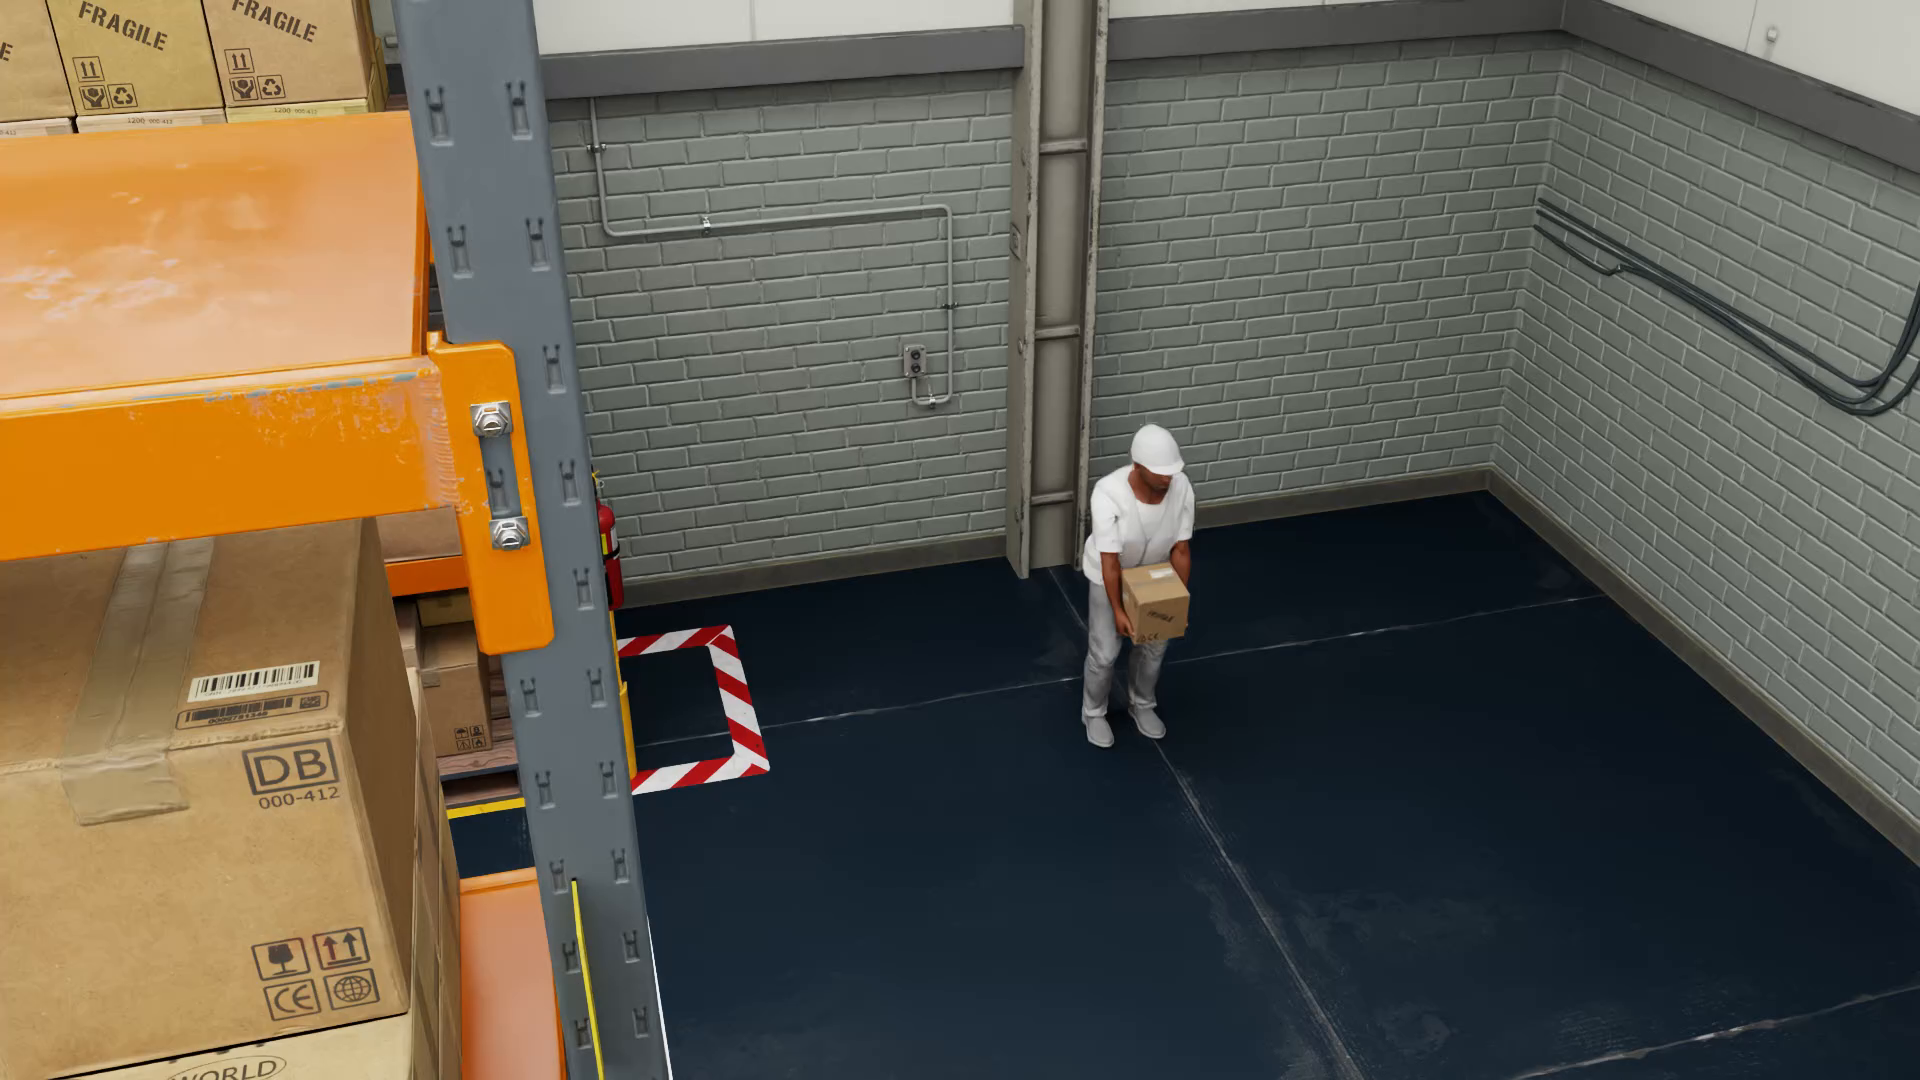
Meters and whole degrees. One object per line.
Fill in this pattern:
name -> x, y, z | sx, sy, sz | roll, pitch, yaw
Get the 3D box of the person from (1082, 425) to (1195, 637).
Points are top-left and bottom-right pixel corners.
person -> 0.851, -0.099, 7.663 | 0.497, 0.980, 0.602 | -8, 31, -14
